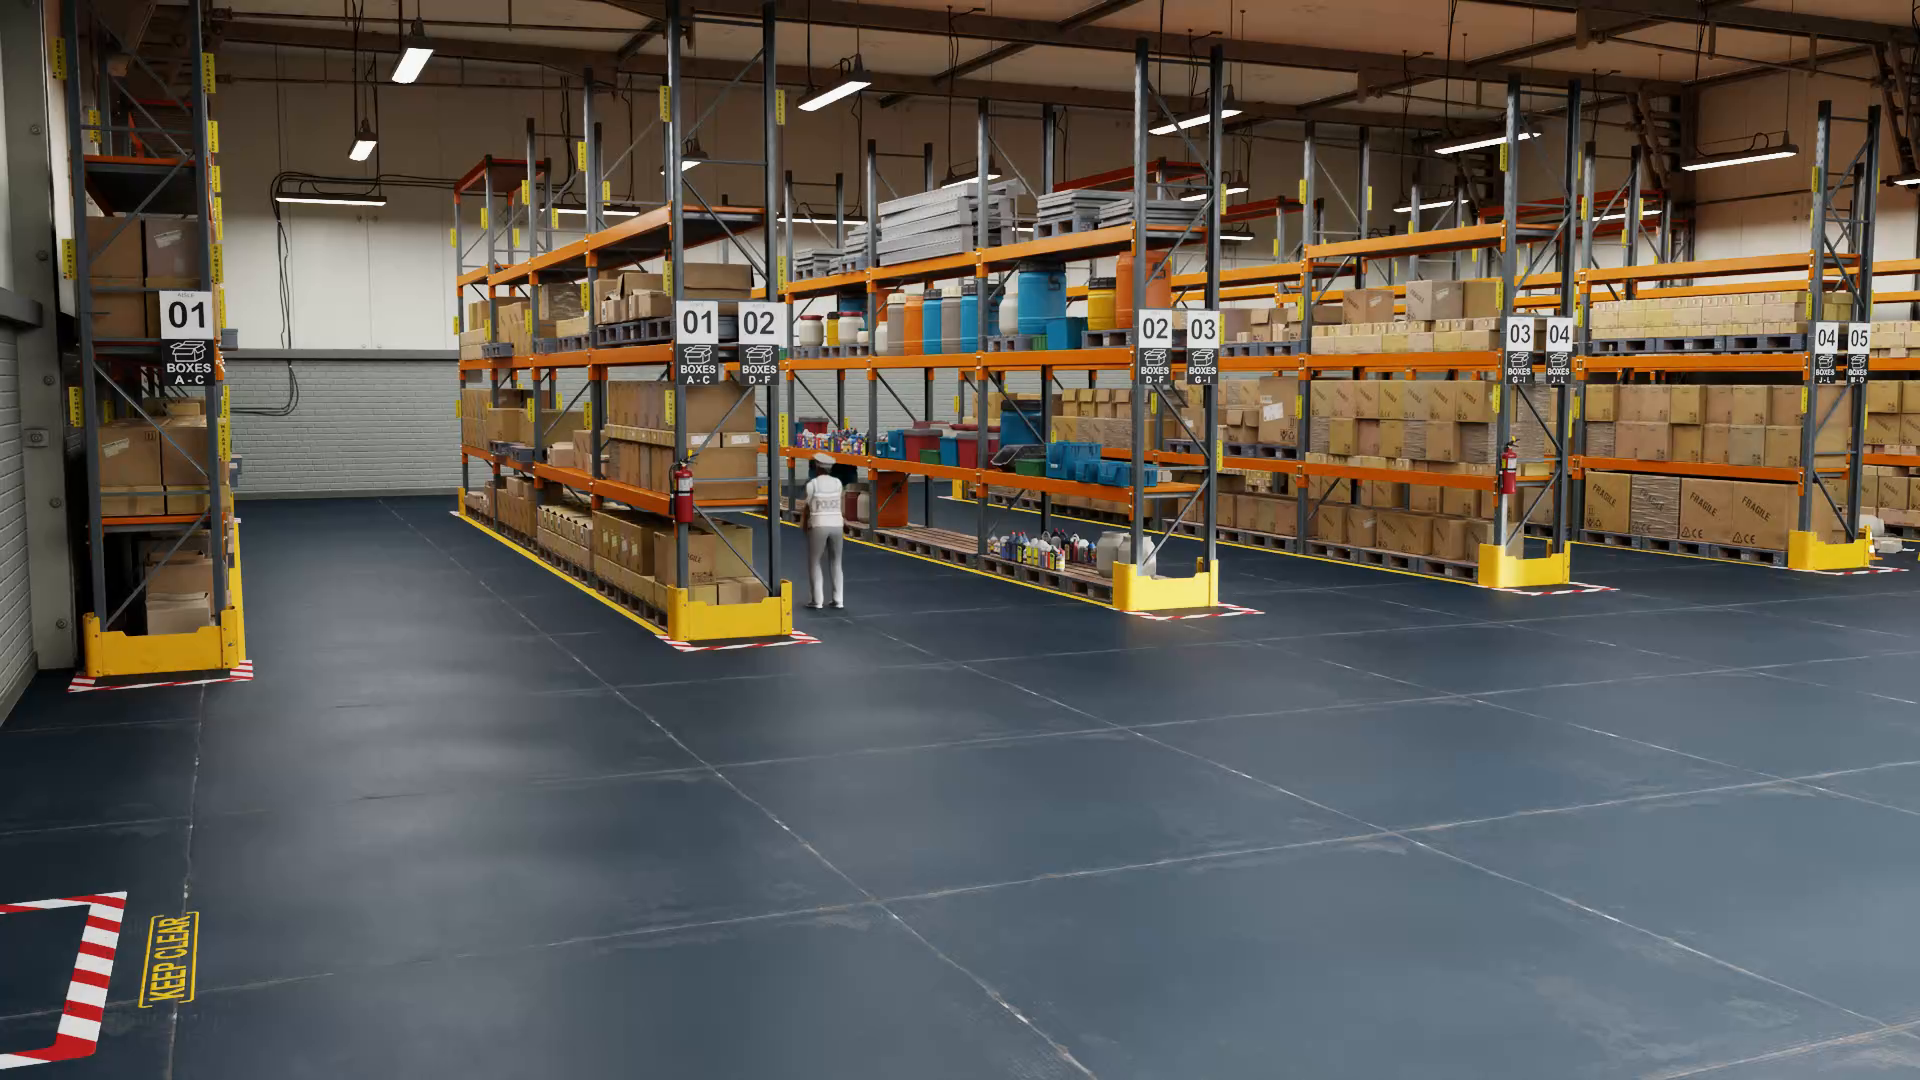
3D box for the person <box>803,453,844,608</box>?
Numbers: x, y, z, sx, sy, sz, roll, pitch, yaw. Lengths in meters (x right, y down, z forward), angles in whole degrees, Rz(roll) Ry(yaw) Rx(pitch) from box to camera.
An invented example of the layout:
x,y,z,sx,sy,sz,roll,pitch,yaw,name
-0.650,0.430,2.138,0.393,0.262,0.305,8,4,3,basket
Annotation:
x,y,z,sx,sy,sz,roll,pitch,yaw,name
-1.494,-0.098,17.997,0.416,1.677,0.525,-3,6,-25,person
